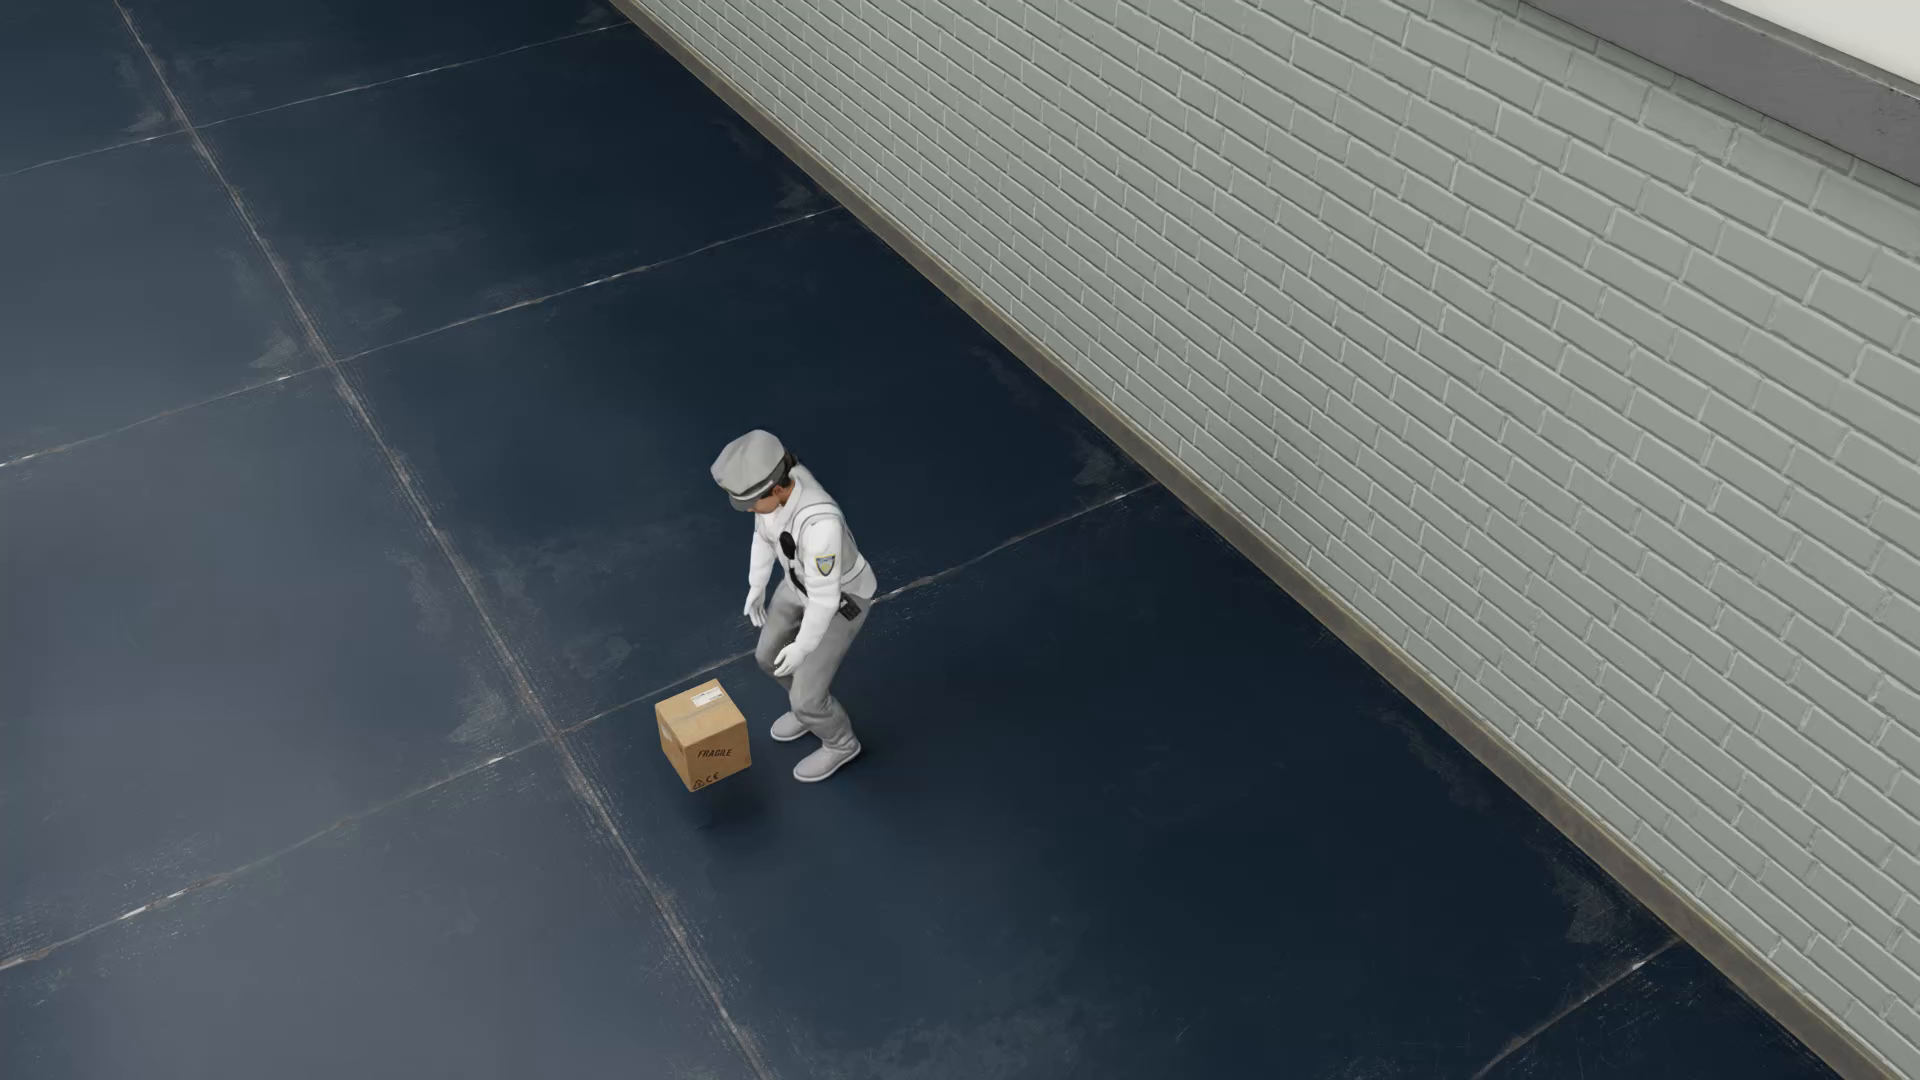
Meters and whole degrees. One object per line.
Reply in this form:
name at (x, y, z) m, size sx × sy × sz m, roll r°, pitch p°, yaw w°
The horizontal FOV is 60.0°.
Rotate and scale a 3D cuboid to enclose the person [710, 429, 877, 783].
person at (-0.563, 0.239, 5.973) m, size 0.548 × 1.559 × 0.520 m, roll -22°, pitch 46°, yaw -23°
